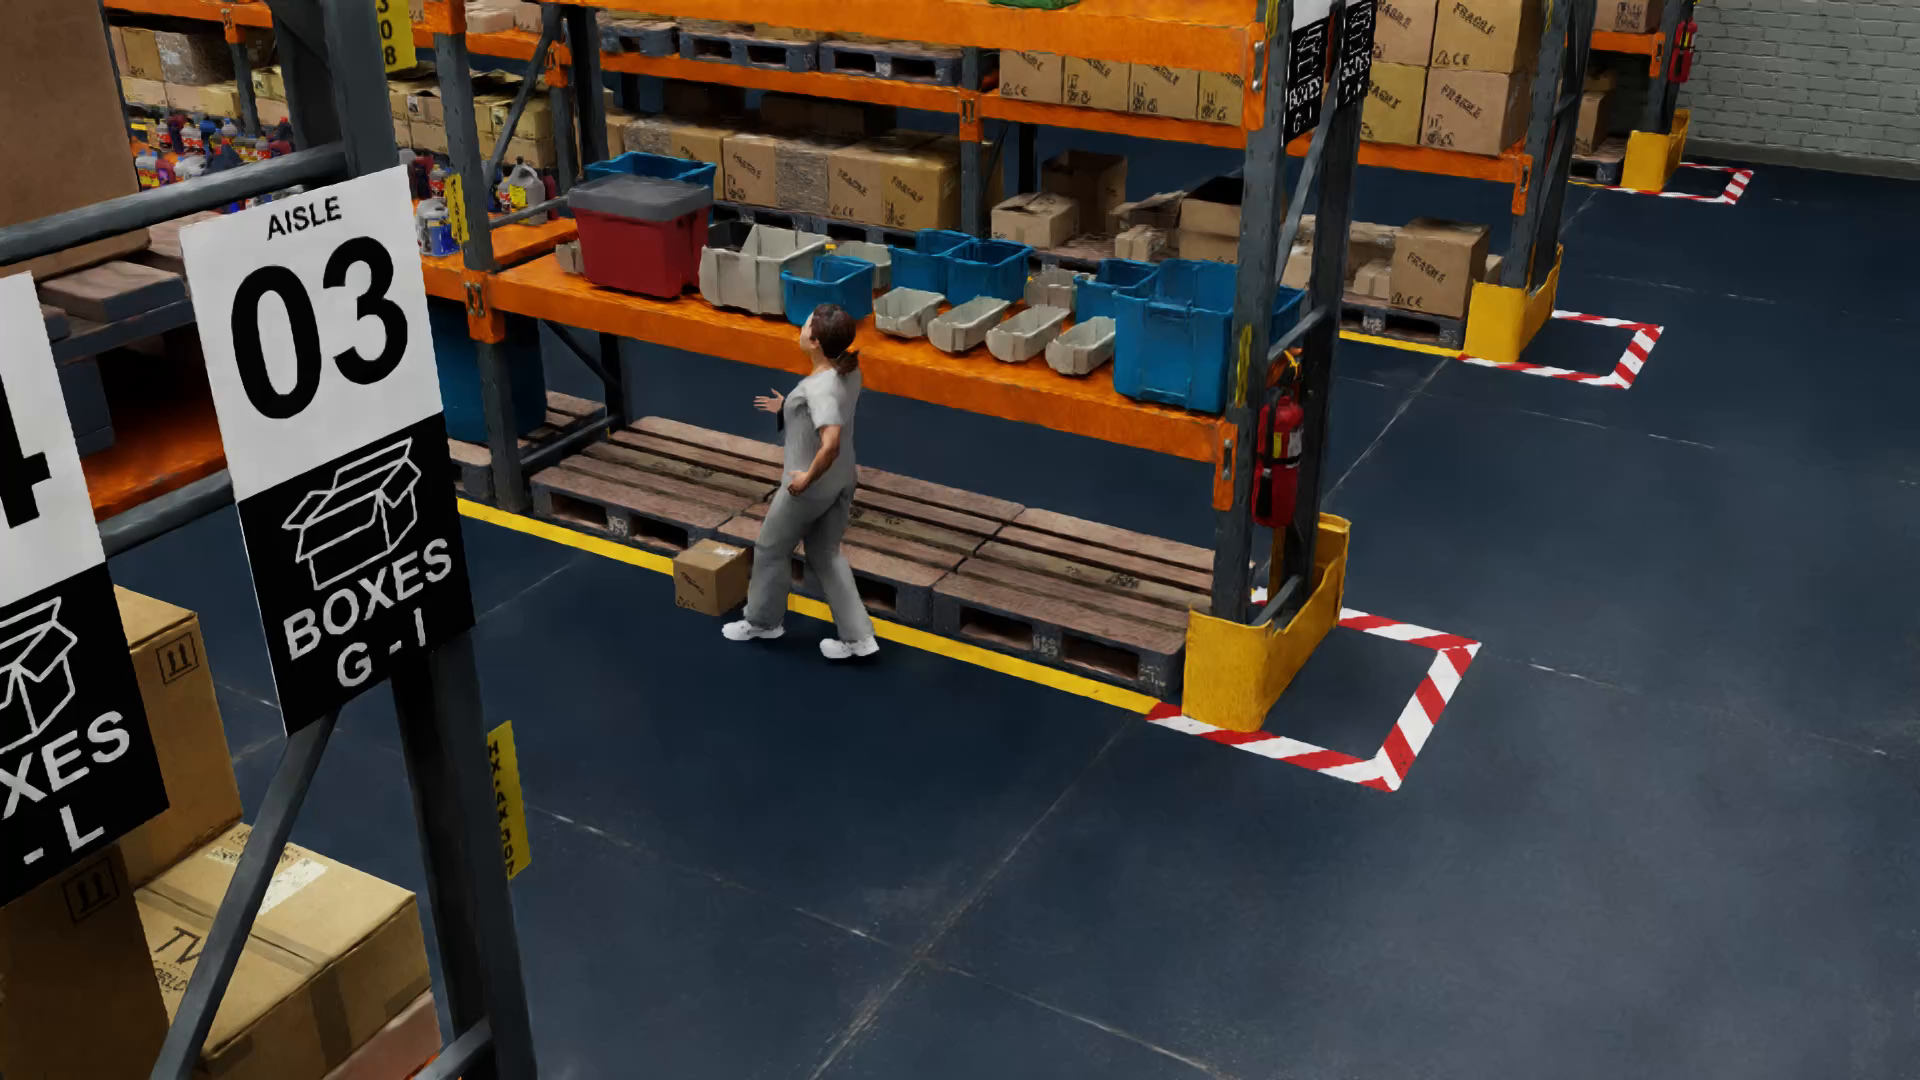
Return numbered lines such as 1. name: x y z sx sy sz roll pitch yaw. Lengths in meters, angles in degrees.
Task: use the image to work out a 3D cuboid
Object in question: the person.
1. person: -0.698 -0.252 7.138 0.797 1.647 0.527 16 31 29
